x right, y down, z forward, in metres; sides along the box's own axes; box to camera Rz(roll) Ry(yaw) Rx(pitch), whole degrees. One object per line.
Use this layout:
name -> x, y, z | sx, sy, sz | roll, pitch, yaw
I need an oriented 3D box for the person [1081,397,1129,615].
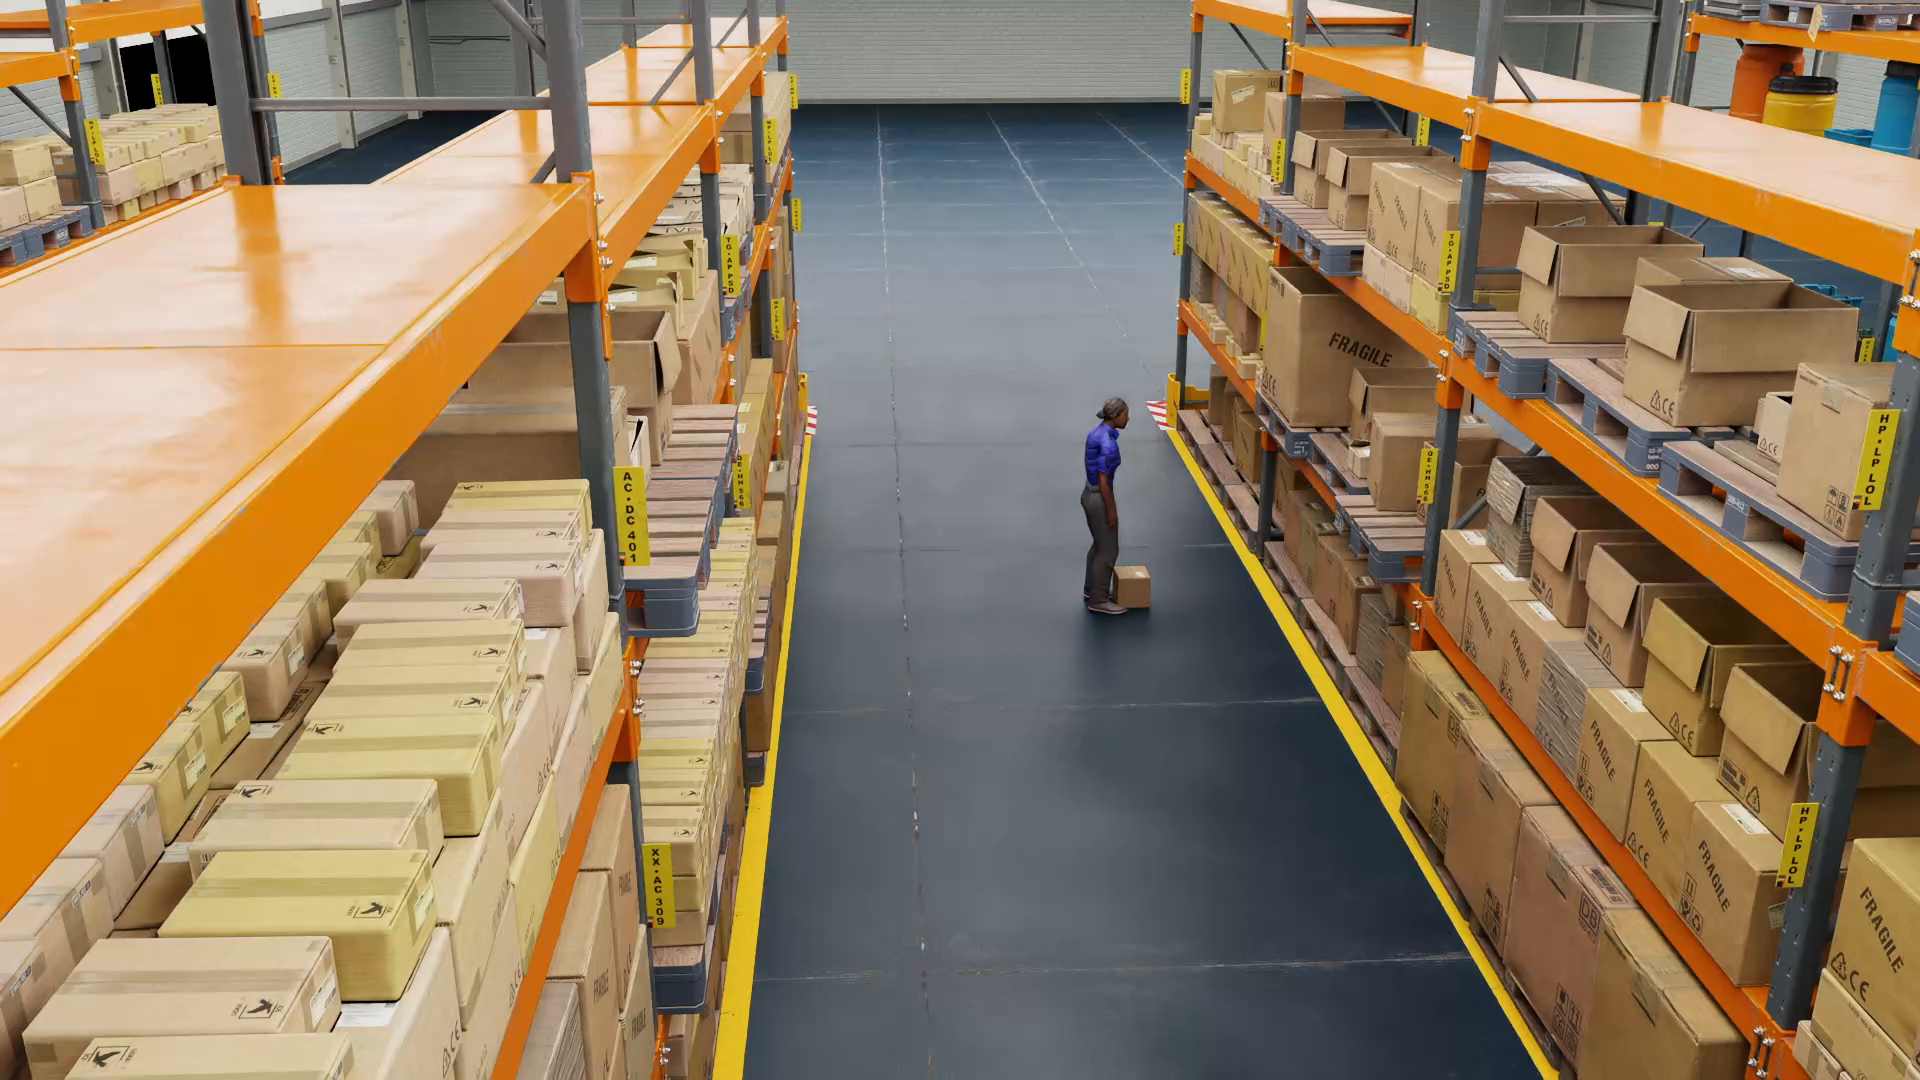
person -> 1.099, -0.283, 12.659 | 0.347, 1.655, 0.505 | -1, 21, -3
